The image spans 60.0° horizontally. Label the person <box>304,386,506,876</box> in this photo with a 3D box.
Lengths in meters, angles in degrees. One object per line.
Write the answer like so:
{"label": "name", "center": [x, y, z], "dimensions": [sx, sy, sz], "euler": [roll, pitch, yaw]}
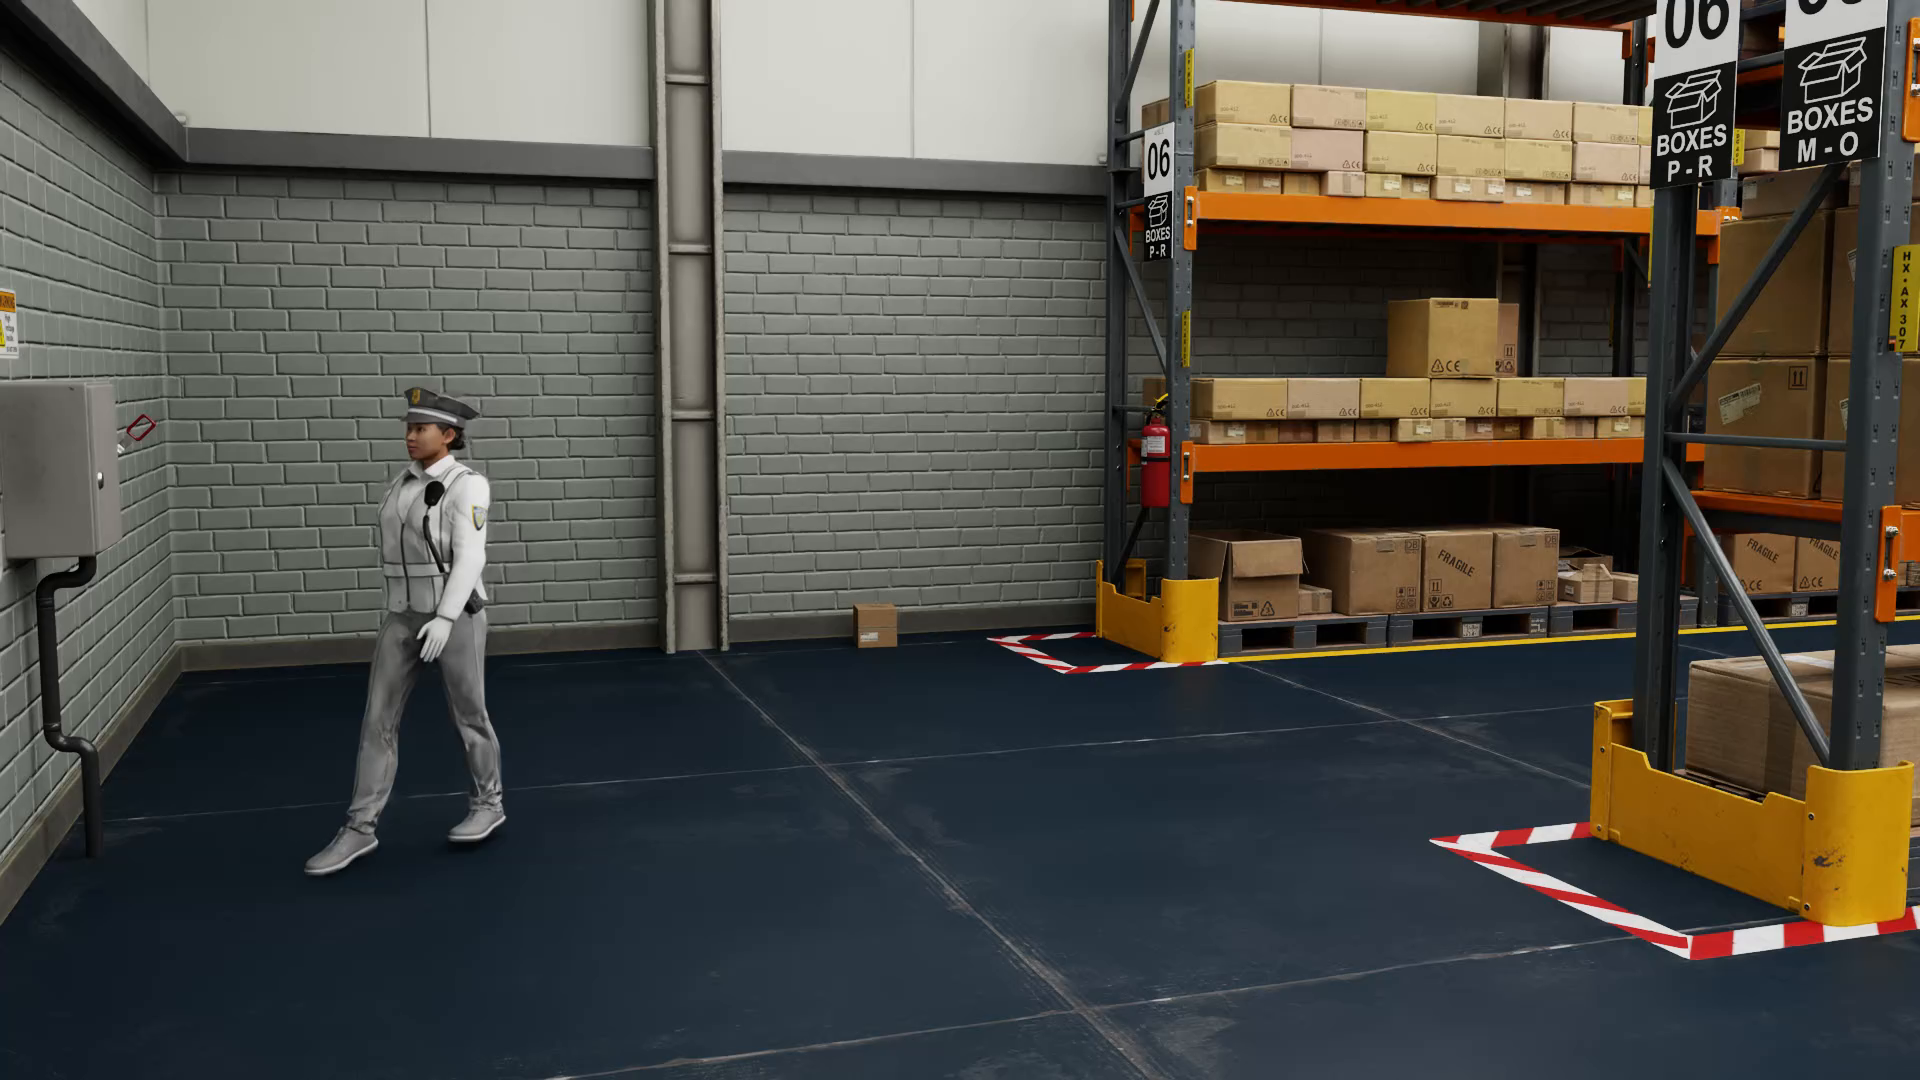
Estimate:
{"label": "person", "center": [-1.935, 0.296, 5.906], "dimensions": [0.495, 1.677, 0.752], "euler": [2, 6, 23]}
